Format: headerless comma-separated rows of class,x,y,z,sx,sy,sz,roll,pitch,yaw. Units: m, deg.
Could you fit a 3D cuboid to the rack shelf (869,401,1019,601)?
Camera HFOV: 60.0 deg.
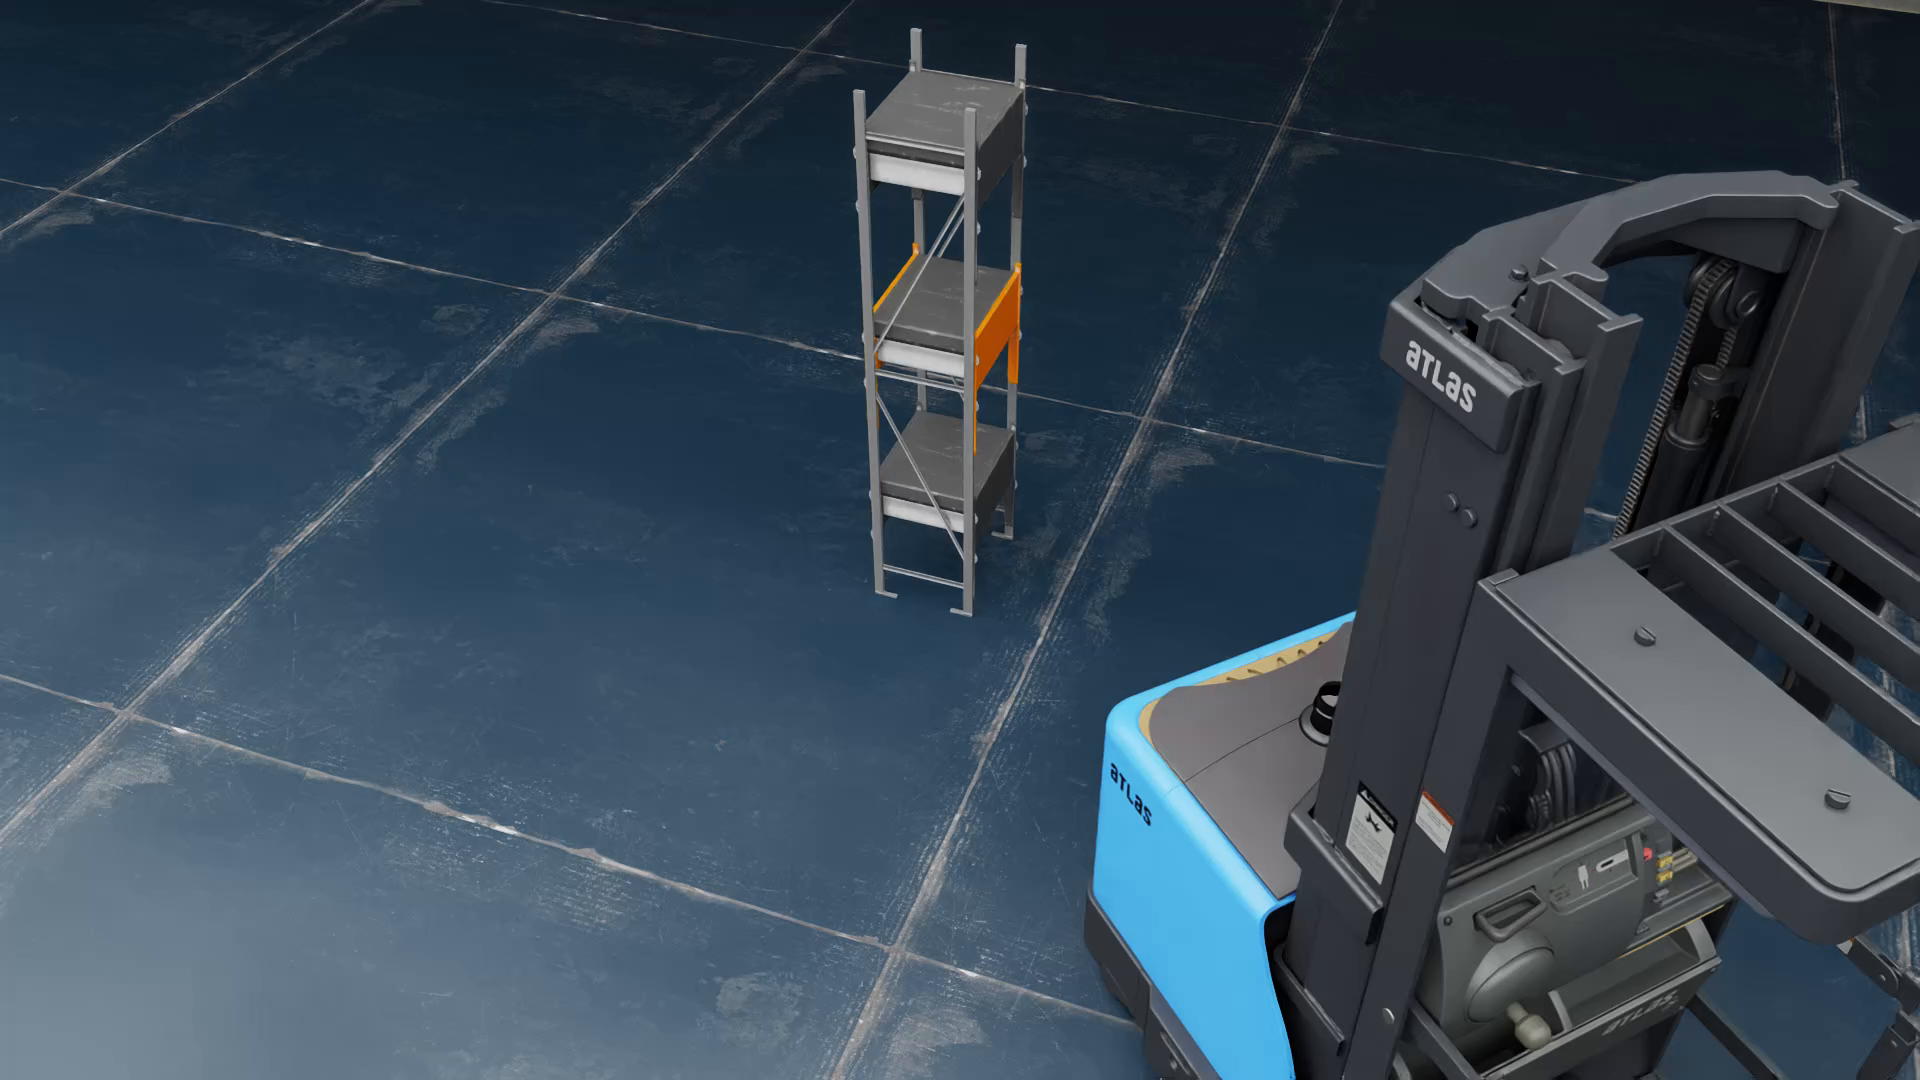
rack shelf,-0.057,-0.155,6.413,0.431,0.518,0.480,13,42,15

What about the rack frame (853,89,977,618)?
rack frame,-0.140,-0.549,5.776,0.400,2.100,0.015,13,42,15

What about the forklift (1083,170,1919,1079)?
forklift,1.502,0.869,3.474,1.130,2.935,3.031,-18,44,-20

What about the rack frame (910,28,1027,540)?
rack frame,0.027,-0.847,6.125,0.400,2.100,0.015,13,42,15

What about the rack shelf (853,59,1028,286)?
rack shelf,-0.057,-1.220,5.505,0.431,0.518,0.480,13,42,15

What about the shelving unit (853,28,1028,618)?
shelving unit,-0.057,-0.698,5.950,0.431,2.100,0.503,13,42,15

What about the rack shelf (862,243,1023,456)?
rack shelf,-0.057,-0.687,5.959,0.431,0.518,0.480,13,42,15
